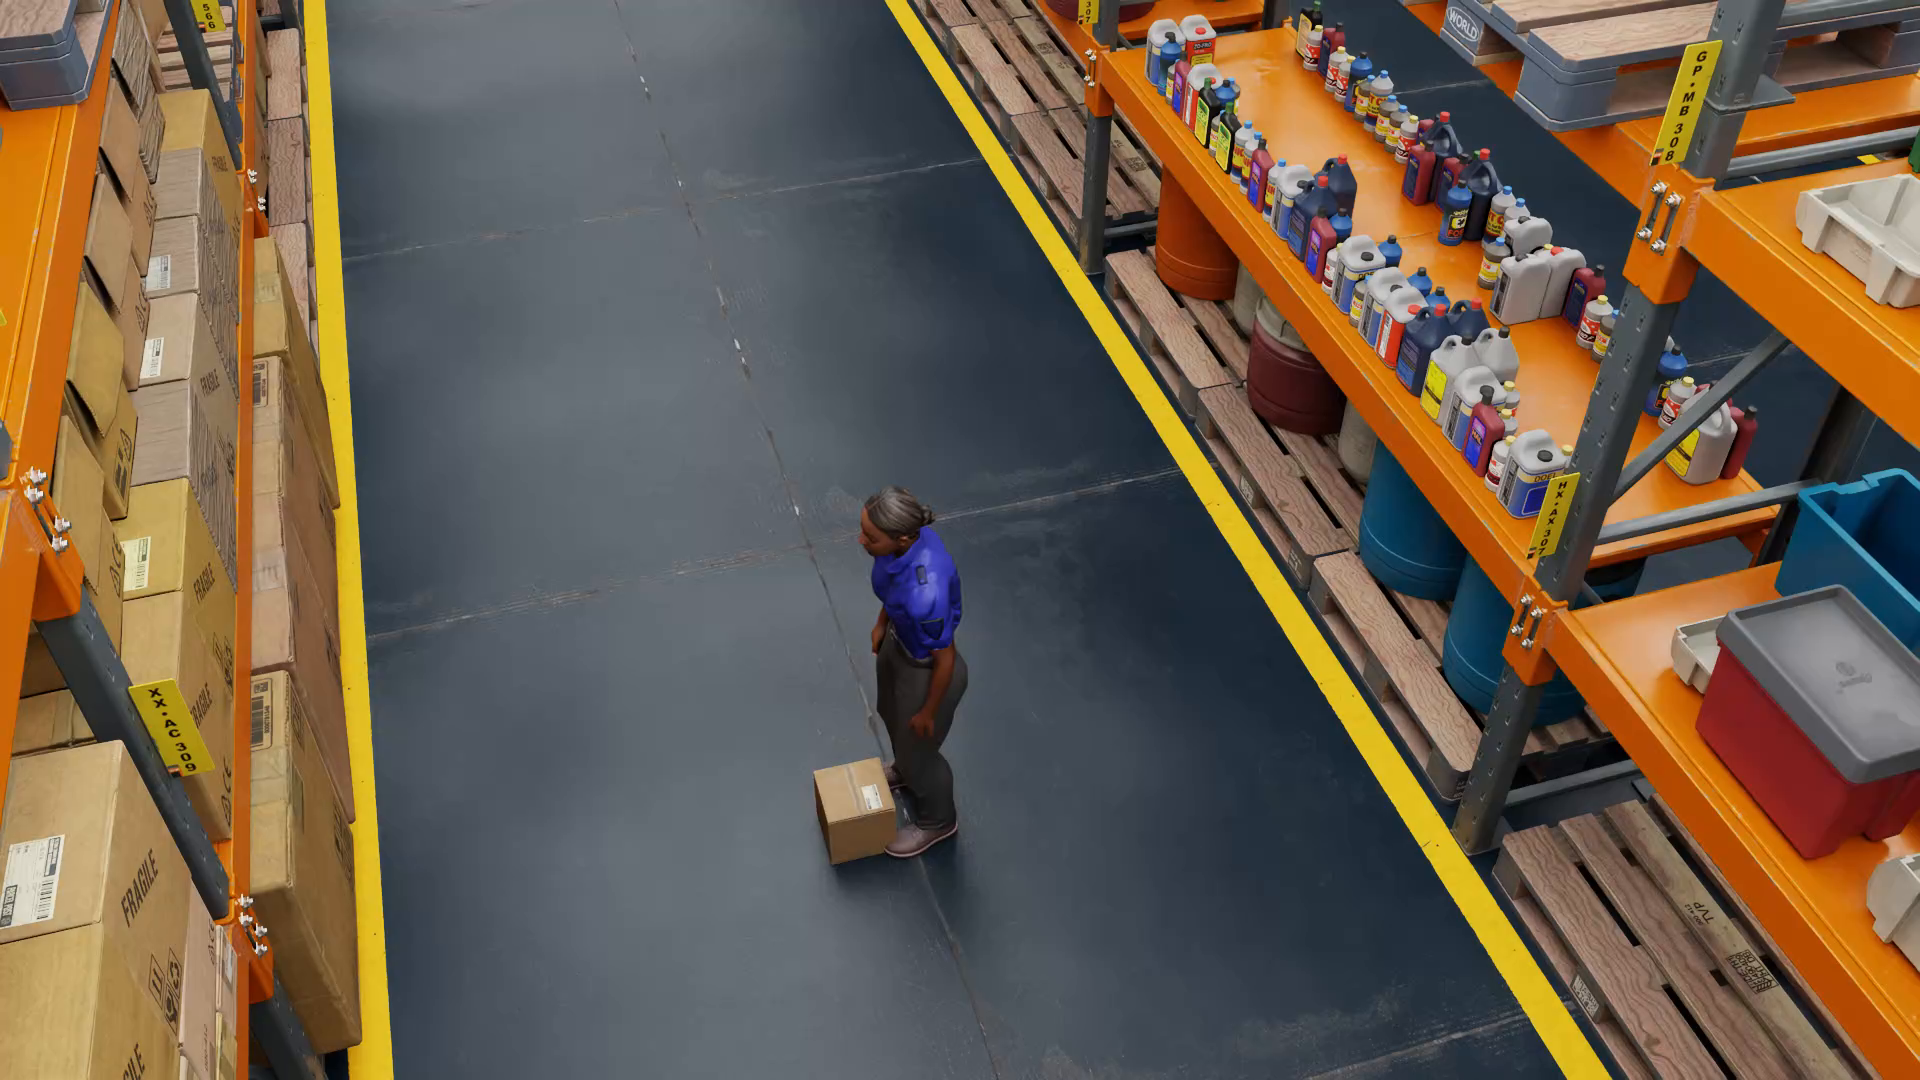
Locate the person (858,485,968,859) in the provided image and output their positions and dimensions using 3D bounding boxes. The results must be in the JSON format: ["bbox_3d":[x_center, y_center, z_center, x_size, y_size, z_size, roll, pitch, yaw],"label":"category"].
[{"bbox_3d":[-0.167,0.432,5.703,0.346,1.641,0.529,-14,44,-15],"label":"person"}]
